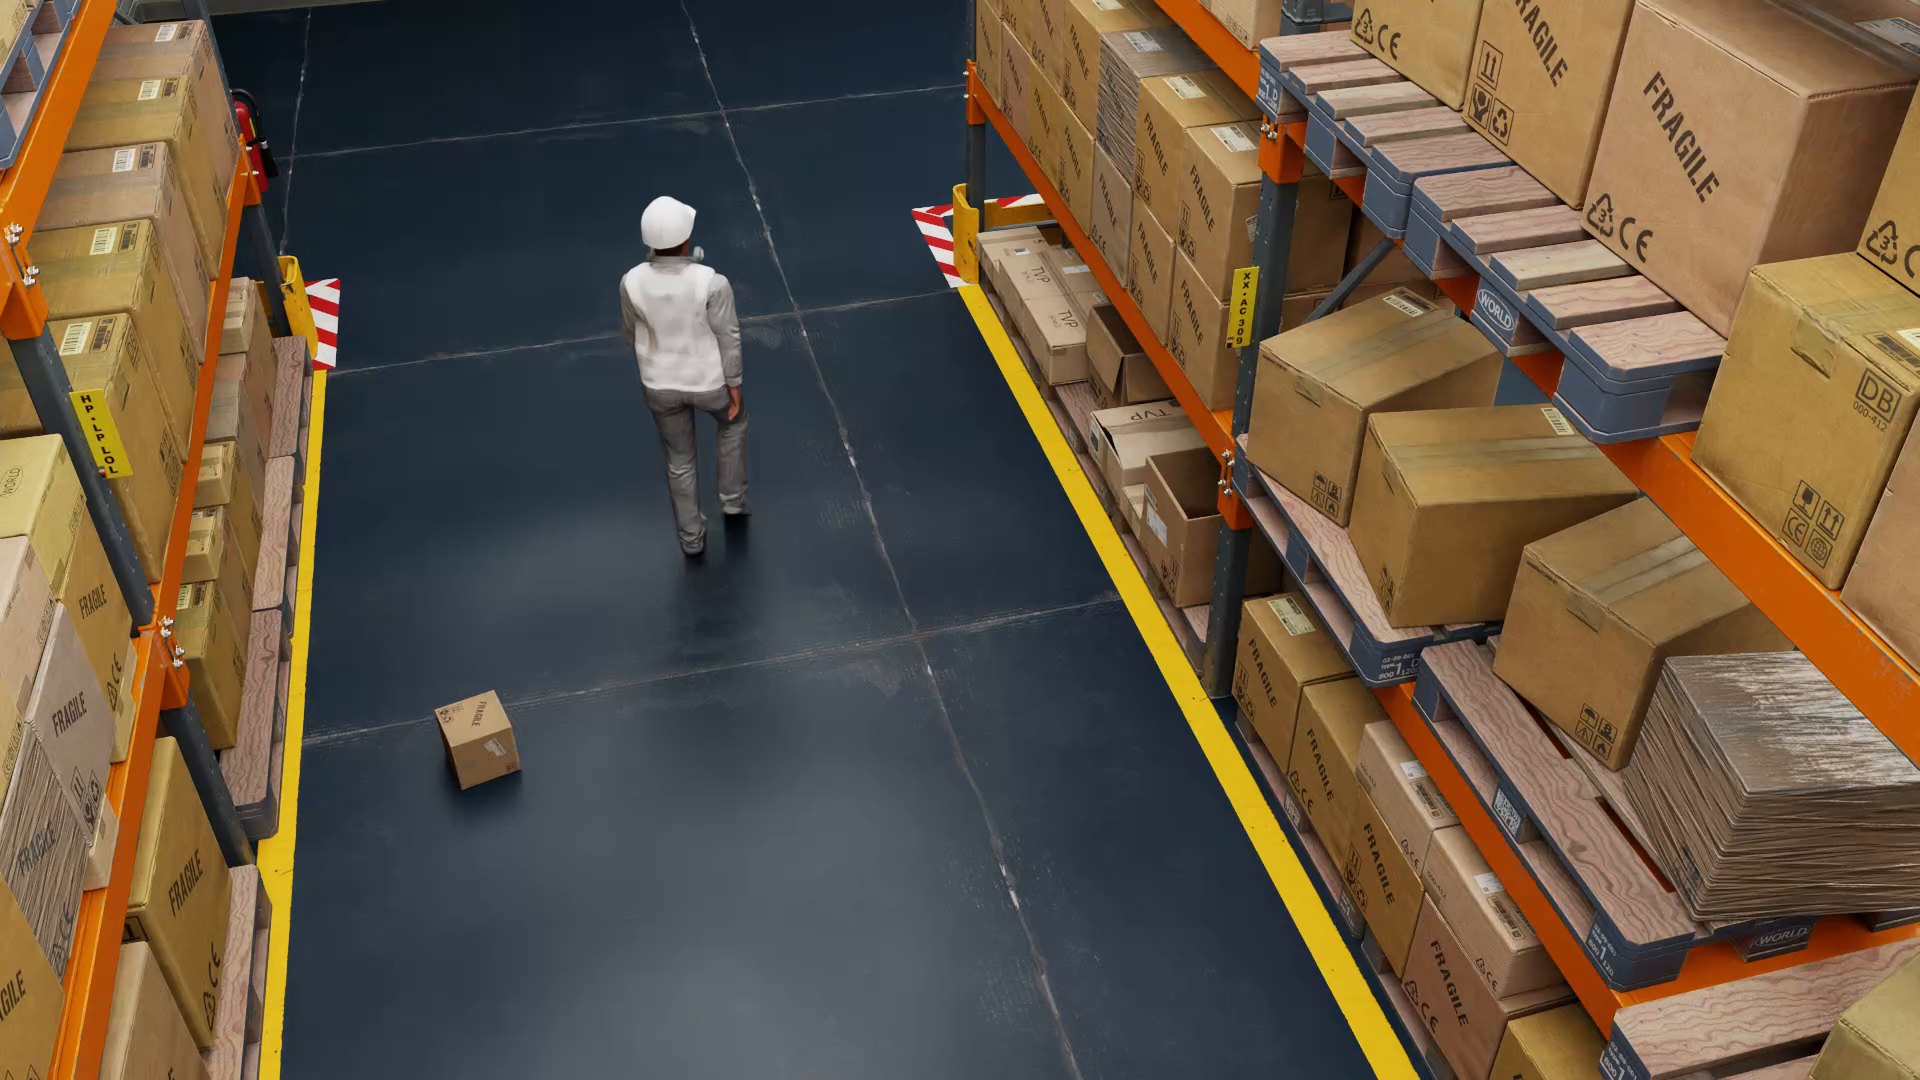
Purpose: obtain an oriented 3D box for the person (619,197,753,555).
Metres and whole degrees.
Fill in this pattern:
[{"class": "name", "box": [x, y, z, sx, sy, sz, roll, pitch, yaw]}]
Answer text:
[{"class": "person", "box": [-1.247, -0.740, 7.656, 0.549, 1.831, 0.537, 1, 38, 1]}]
